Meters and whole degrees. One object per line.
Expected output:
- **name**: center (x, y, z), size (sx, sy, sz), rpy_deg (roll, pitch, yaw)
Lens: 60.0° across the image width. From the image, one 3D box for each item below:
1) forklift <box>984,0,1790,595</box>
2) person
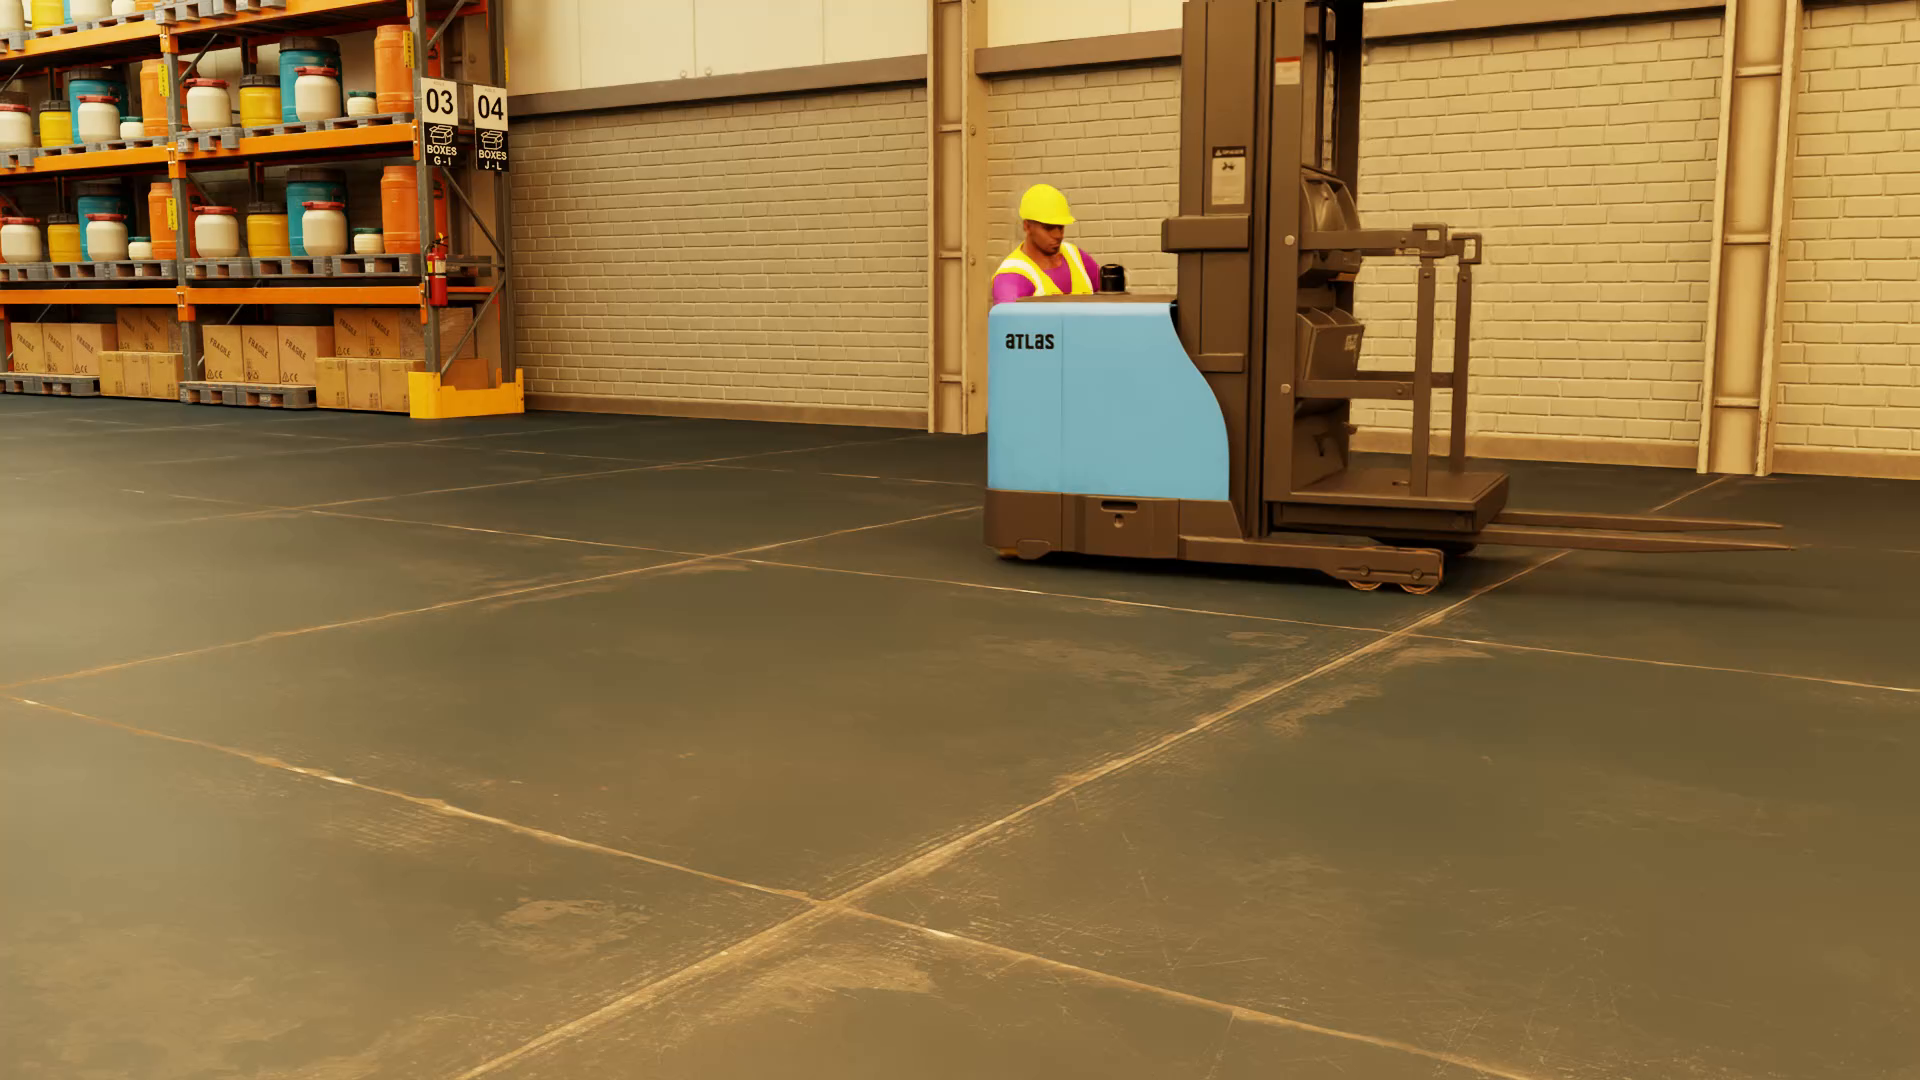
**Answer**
- **forklift**: center (1.664, -1.333, 6.569), size (3.031, 2.935, 1.130), rpy_deg (4, 9, 24)
- **person**: center (0.520, -0.738, 7.202), size (0.885, 1.592, 0.786), rpy_deg (-6, 10, -35)
